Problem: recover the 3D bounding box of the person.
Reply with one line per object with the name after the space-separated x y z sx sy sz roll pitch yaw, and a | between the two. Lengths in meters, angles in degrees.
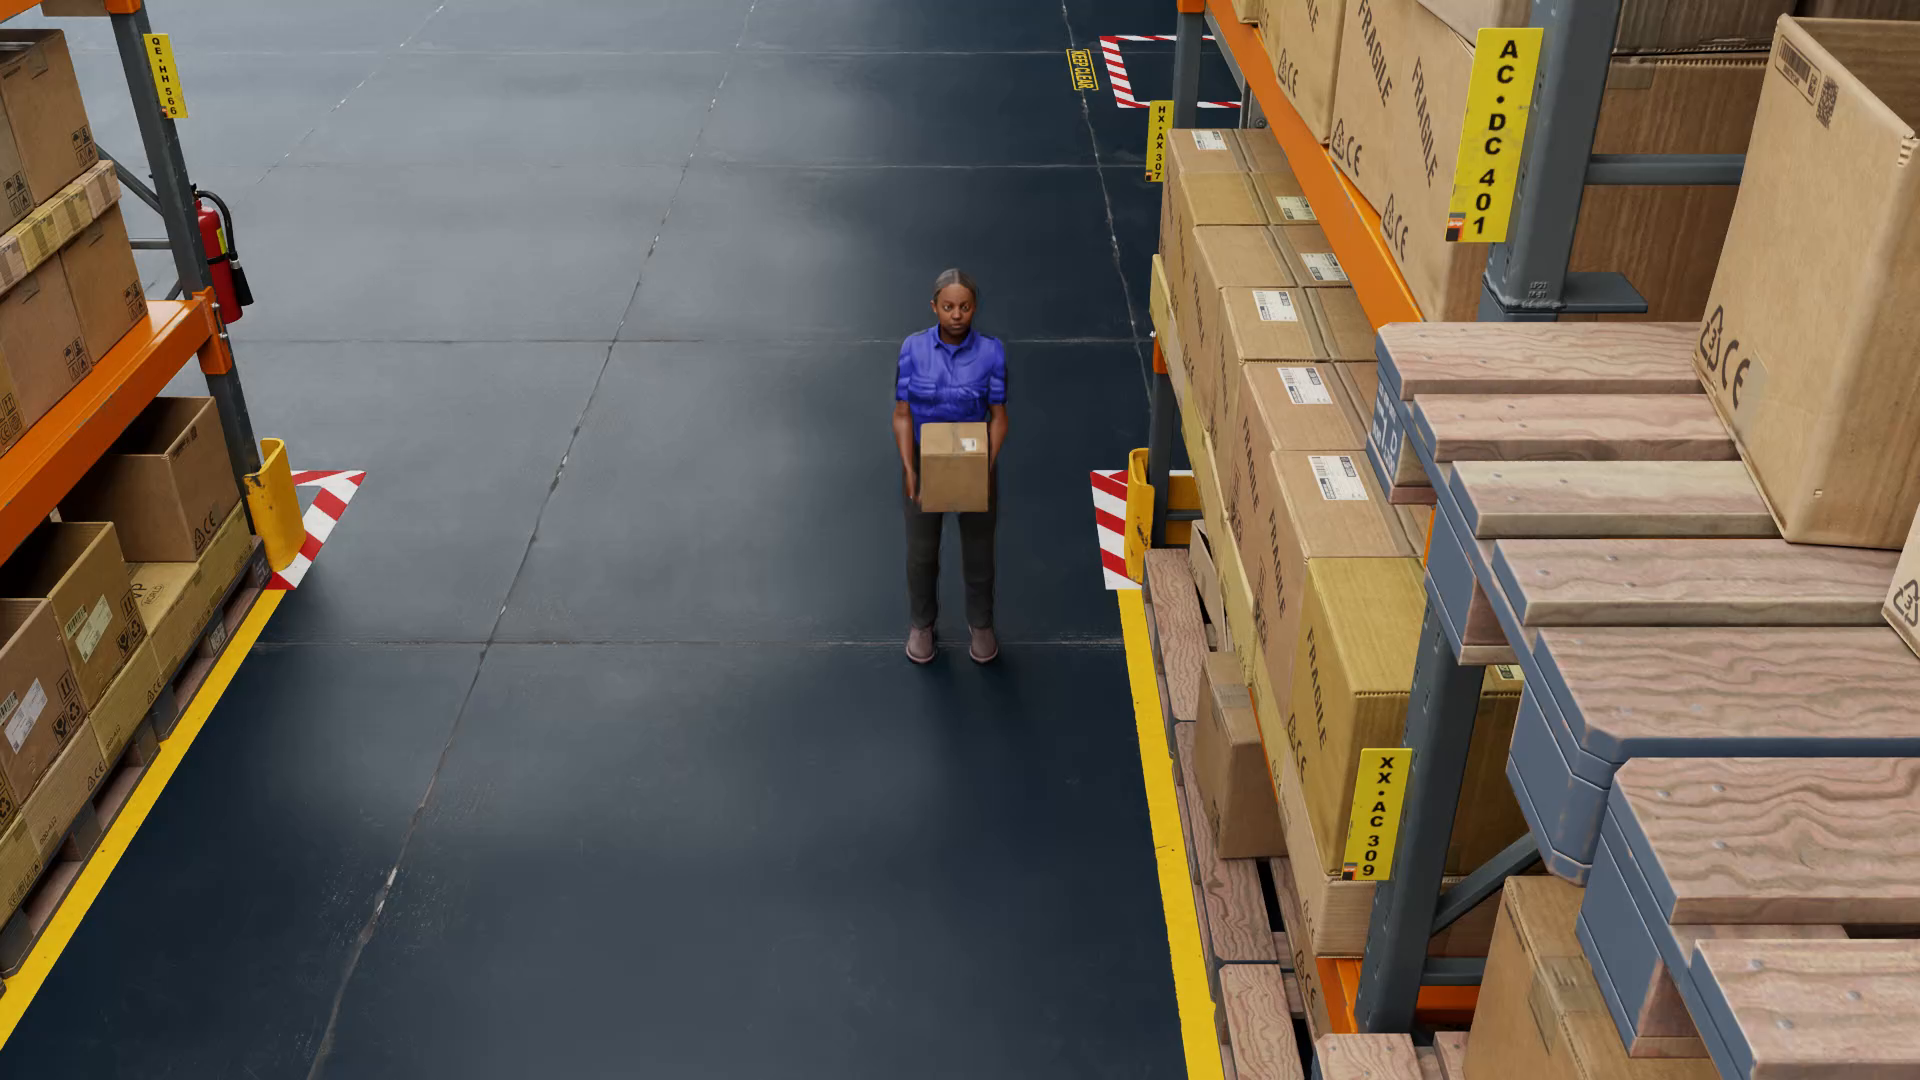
-0.037 -0.226 6.508 0.454 1.652 0.511 1 32 1 | person
